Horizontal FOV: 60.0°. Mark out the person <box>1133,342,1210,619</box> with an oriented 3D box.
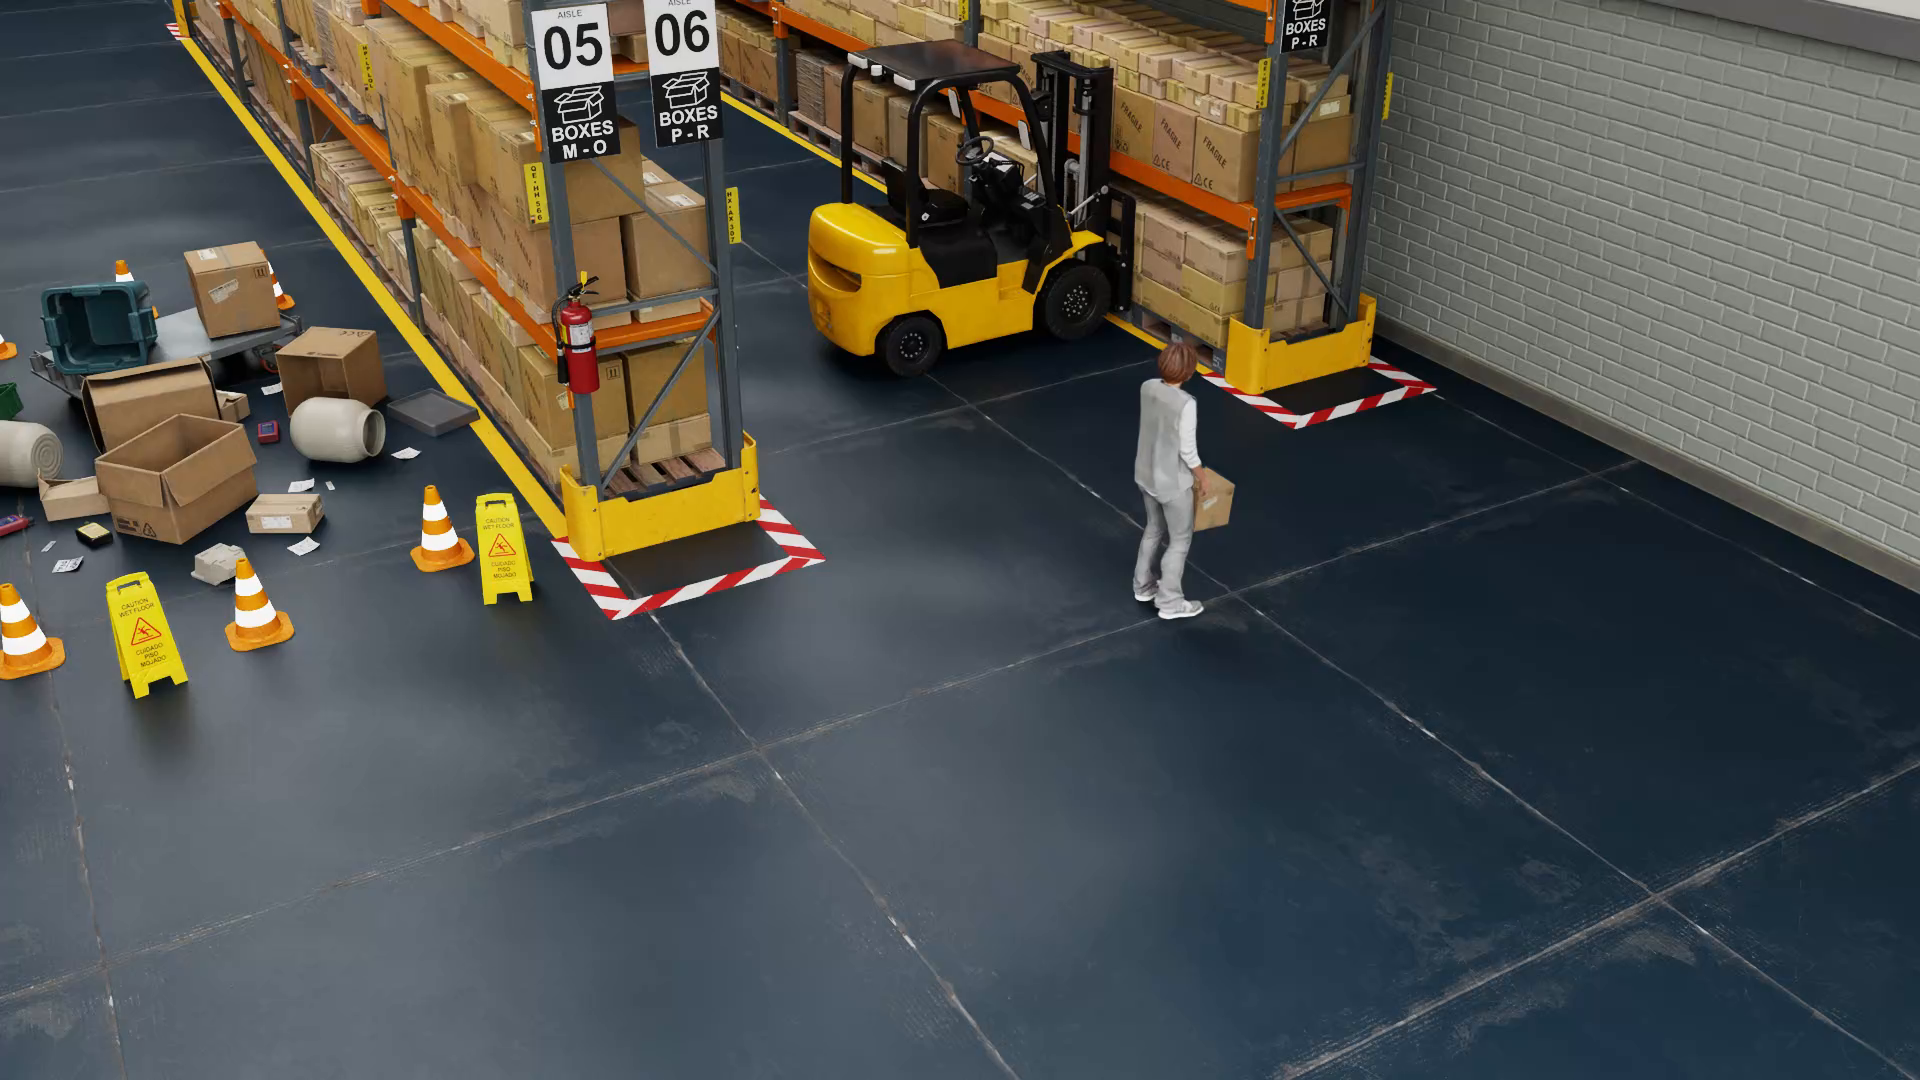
[{"bbox_3d":[1.146,-0.332,9.142,0.347,1.600,0.447,-17,34,-27],"label":"person"}]
